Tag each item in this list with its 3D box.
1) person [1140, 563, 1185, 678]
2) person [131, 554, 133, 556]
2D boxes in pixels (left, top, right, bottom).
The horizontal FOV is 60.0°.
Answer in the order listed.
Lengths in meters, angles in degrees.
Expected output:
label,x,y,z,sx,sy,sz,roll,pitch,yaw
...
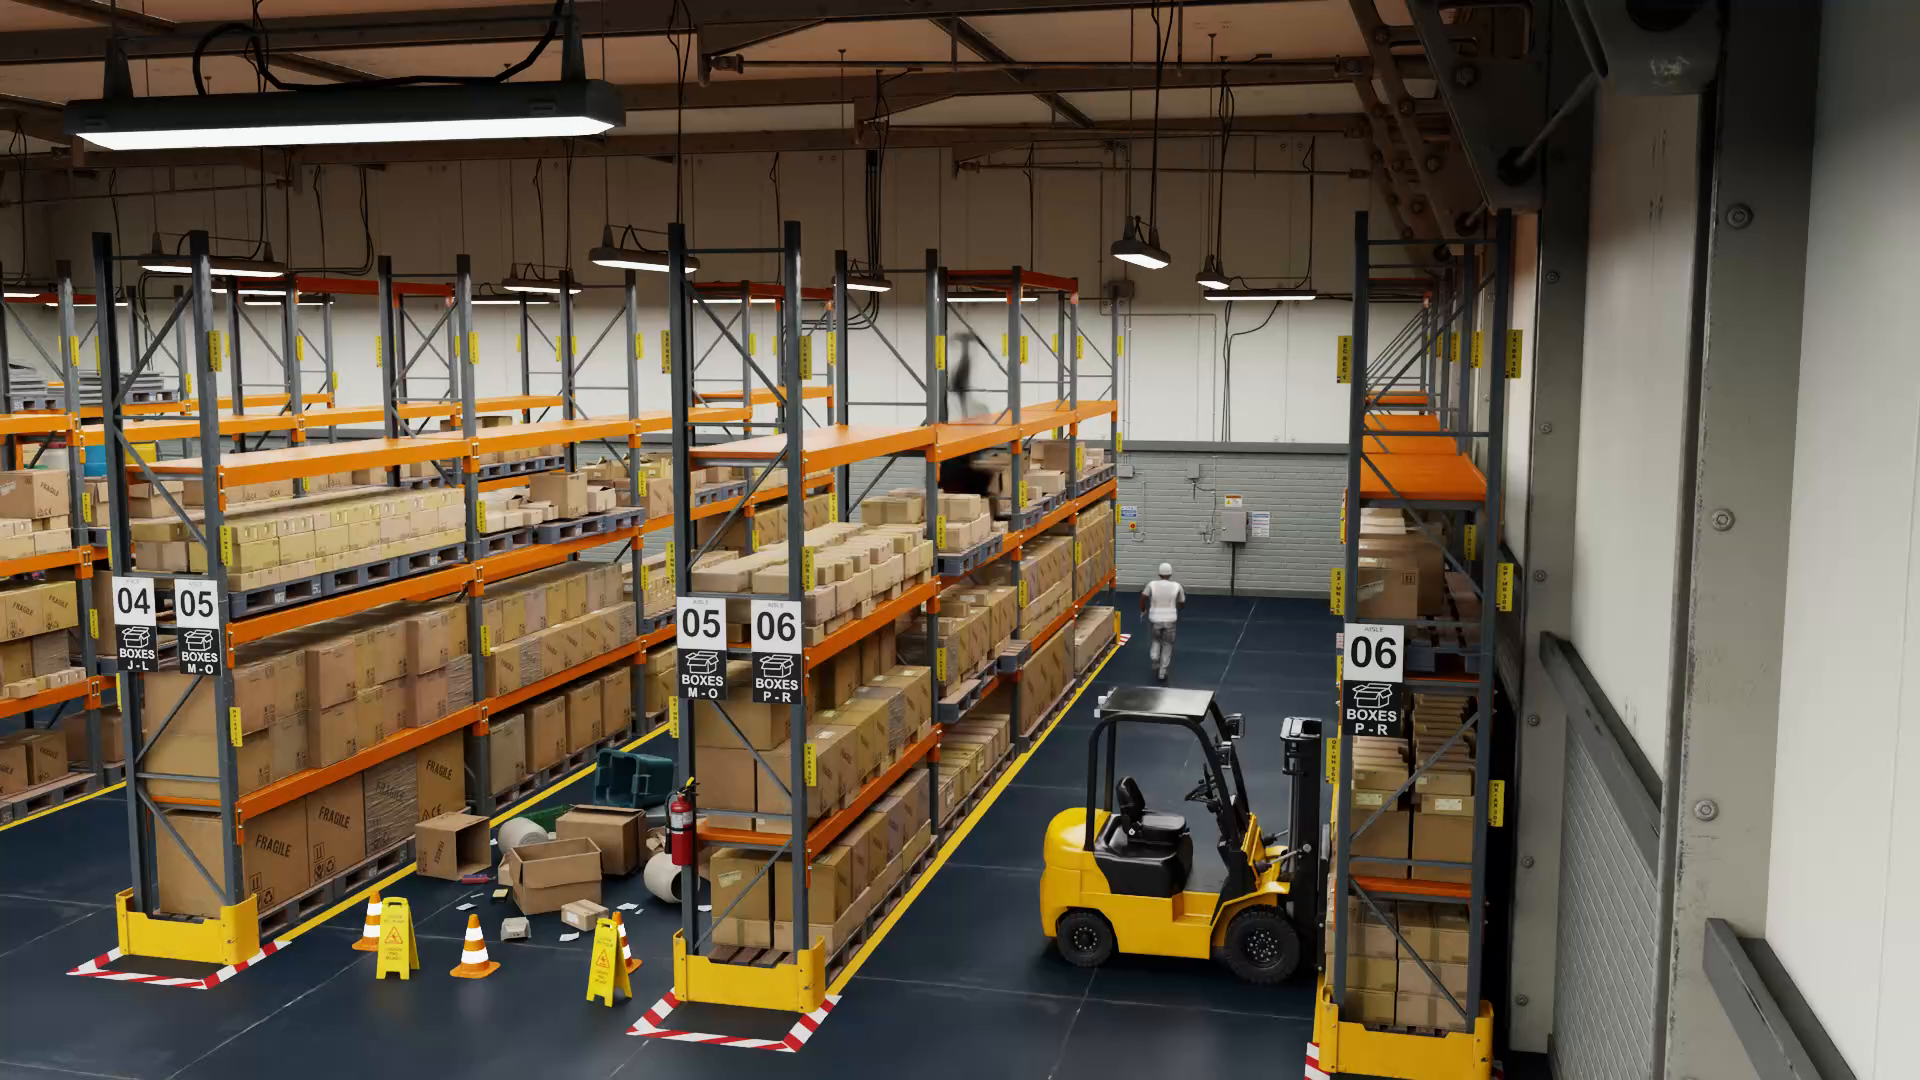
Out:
label,x,y,z,sx,sy,sz,roll,pitch,yaw
person,3.094,1.203,25.397,0.677,1.731,0.671,1,7,12
person,-16.976,0.087,34.227,0.732,1.552,0.582,6,9,39
